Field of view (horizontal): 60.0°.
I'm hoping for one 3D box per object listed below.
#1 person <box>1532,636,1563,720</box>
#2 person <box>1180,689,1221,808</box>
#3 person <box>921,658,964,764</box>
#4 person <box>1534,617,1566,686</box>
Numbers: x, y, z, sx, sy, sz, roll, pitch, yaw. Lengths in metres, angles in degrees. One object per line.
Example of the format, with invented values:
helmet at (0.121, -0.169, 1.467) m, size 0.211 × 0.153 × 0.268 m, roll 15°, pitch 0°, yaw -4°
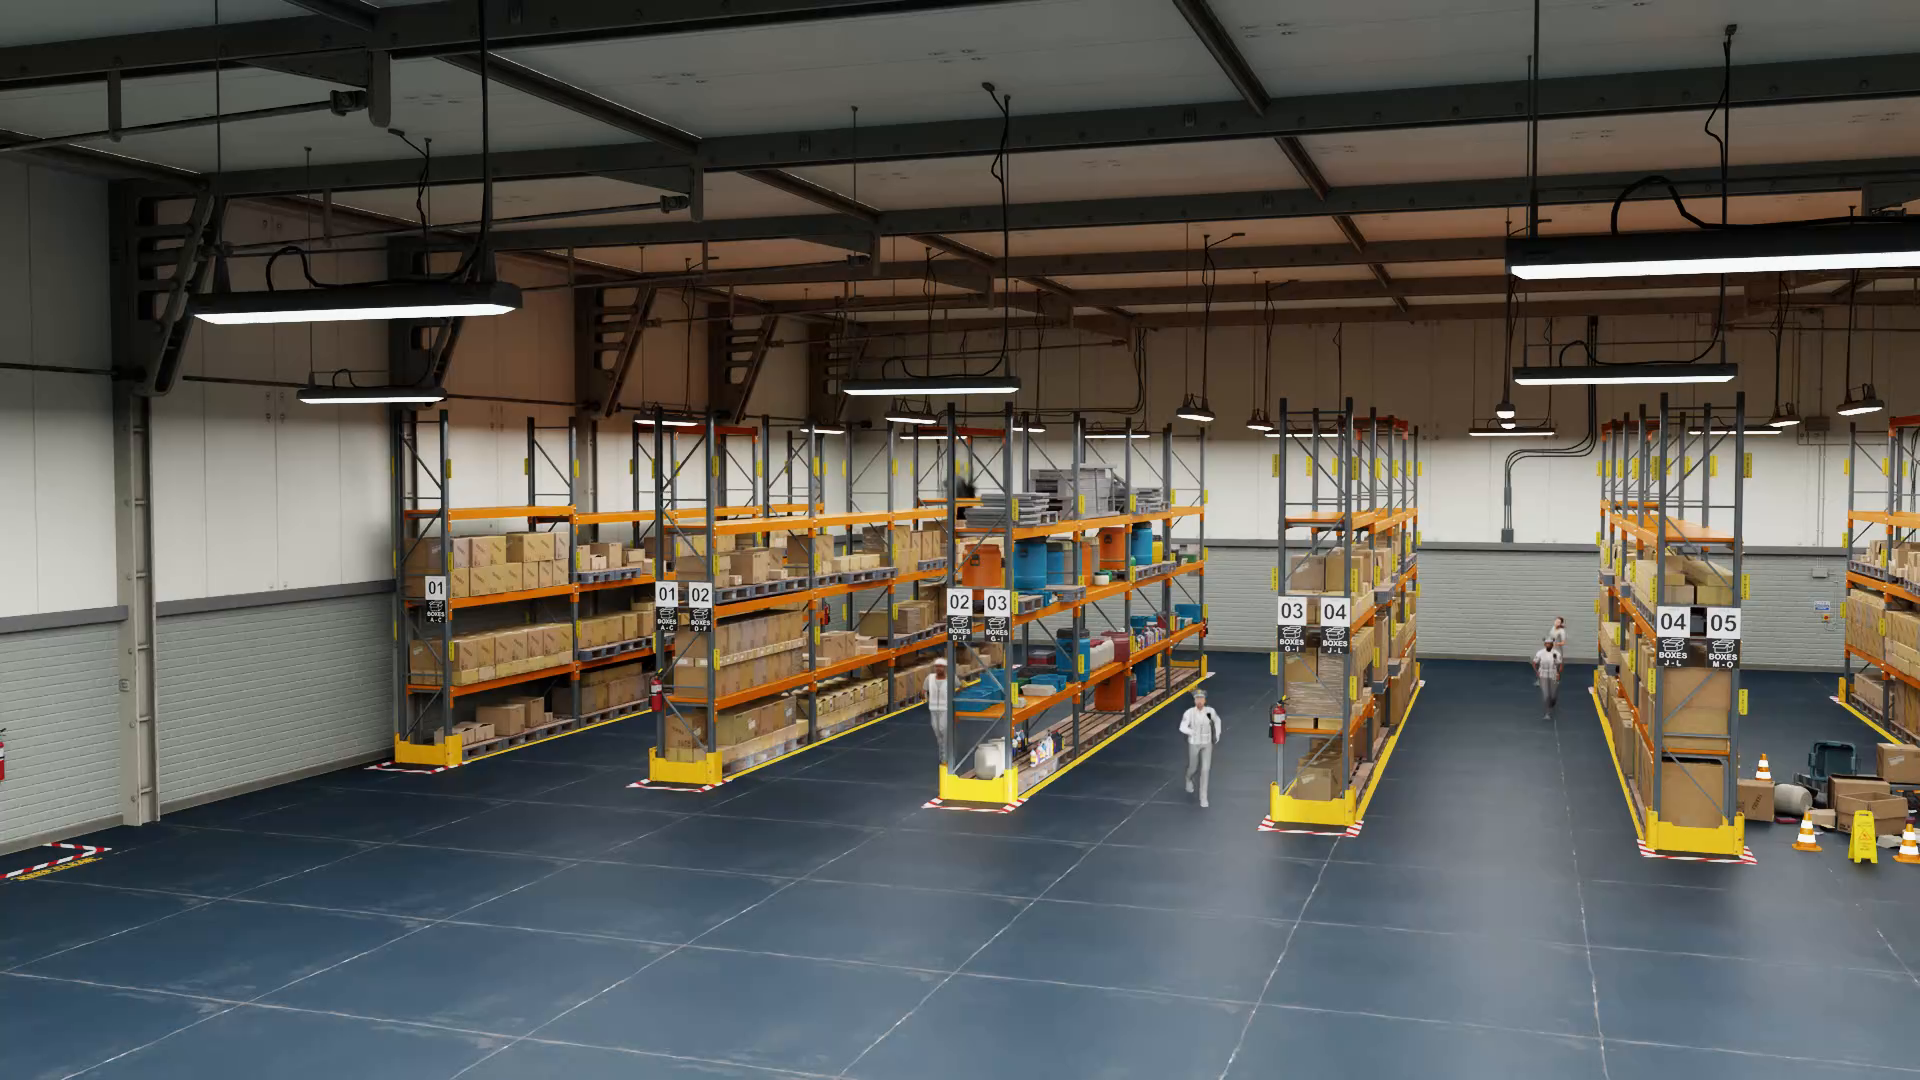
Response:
person at (11.755, 2.745, 33.278) m, size 0.599 × 1.668 × 0.587 m, roll 1°, pitch 3°, yaw 17°
person at (3.614, 3.084, 24.998) m, size 0.622 × 1.712 × 0.937 m, roll 0°, pitch 2°, yaw 5°
person at (-0.340, 2.915, 28.197) m, size 0.659 × 1.829 × 0.759 m, roll 1°, pitch 3°, yaw 20°
person at (13.637, 2.561, 38.216) m, size 0.654 × 1.636 × 0.762 m, roll -1°, pitch 3°, yaw -28°
